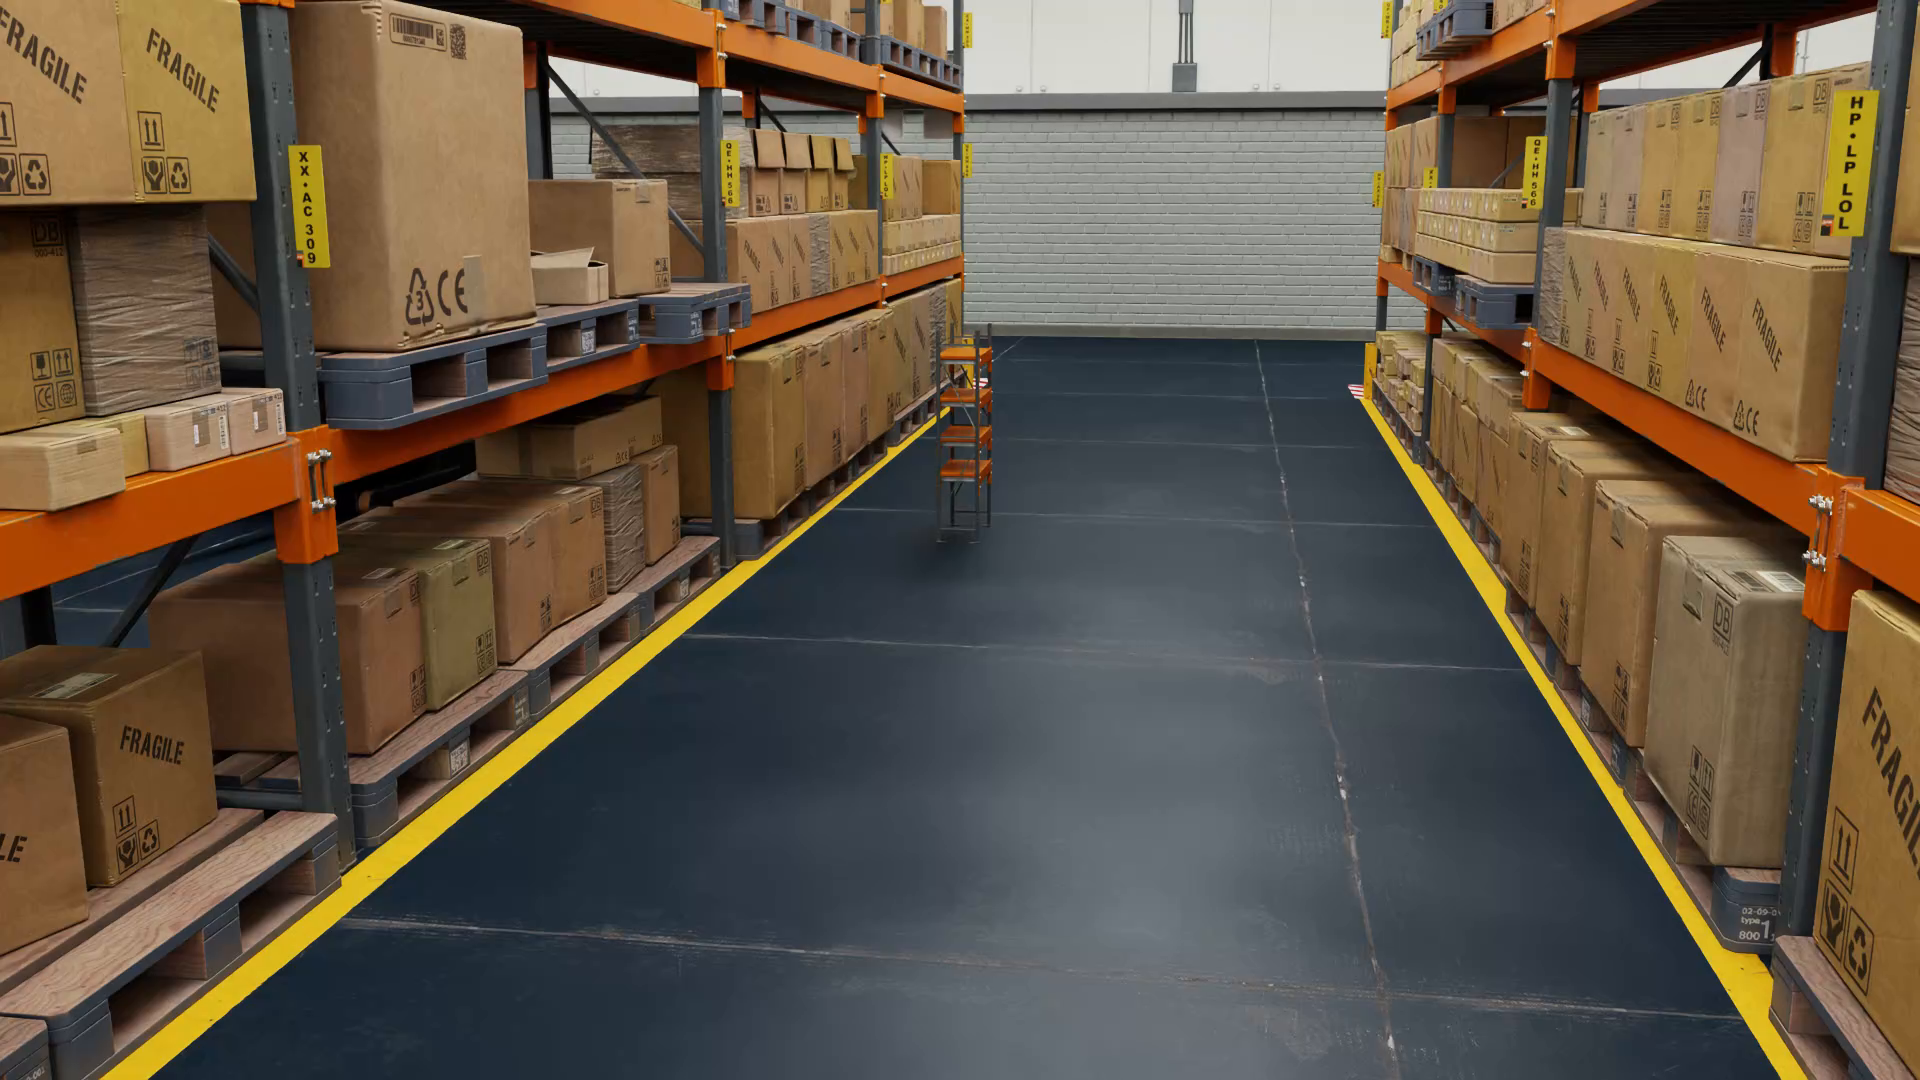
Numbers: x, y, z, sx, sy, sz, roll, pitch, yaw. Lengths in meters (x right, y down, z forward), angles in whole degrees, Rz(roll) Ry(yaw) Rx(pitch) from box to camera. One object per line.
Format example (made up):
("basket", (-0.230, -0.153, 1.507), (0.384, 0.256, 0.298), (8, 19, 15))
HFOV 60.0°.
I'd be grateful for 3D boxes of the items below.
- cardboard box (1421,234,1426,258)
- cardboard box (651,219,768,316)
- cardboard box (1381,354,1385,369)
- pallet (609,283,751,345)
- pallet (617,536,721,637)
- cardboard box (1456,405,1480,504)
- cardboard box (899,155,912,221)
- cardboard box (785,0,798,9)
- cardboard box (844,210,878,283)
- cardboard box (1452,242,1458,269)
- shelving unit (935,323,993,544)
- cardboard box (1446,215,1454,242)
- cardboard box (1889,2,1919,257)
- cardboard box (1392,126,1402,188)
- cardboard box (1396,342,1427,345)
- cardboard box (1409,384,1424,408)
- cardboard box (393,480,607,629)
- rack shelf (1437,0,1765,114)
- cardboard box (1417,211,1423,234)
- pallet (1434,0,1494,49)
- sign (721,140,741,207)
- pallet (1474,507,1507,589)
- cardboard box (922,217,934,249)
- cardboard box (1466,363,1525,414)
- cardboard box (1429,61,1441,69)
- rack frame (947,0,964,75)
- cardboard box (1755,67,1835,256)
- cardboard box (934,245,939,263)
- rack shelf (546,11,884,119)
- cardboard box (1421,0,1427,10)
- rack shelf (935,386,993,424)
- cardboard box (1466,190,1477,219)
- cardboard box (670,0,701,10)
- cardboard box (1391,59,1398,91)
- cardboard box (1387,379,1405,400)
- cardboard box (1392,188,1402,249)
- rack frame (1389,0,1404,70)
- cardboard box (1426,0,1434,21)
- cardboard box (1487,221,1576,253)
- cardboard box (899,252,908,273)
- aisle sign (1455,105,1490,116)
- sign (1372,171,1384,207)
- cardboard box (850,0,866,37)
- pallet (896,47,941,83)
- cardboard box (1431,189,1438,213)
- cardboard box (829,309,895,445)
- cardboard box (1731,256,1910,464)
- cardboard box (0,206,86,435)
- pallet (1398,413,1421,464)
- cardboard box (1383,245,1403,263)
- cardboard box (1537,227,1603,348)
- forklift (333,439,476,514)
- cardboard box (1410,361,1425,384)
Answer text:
("cardboard box", (3.253, -1.940, 10.974), (0.380, 0.149, 0.250), (2, 12, 10))
("cardboard box", (-1.352, -1.473, 8.970), (0.500, 0.500, 0.500), (2, 12, 10))
("cardboard box", (3.988, -1.616, 14.937), (0.380, 0.149, 0.250), (2, 12, 8))
("pallet", (-1.700, -1.086, 7.868), (1.213, 0.211, 1.003), (2, 12, 9))
("pallet", (-1.817, 0.194, 8.091), (1.003, 0.211, 1.213), (2, 12, 9))
("cardboard box", (3.182, -0.497, 9.617), (0.500, 0.500, 0.500), (1, 12, 6))
("cardboard box", (-0.671, -2.797, 13.220), (0.500, 0.500, 0.500), (2, 12, 9))
("cardboard box", (-1.402, -3.480, 10.157), (0.797, 0.503, 0.637), (2, 12, 8))
("cardboard box", (-0.882, -2.107, 11.912), (0.500, 0.500, 0.500), (2, 12, 9))
("cardboard box", (3.014, -1.617, 9.474), (0.380, 0.149, 0.250), (2, 12, 10))
("shelving unit", (0.025, -0.621, 9.527), (0.258, 1.200, 0.503), (2, 12, 9))
("cardboard box", (3.052, -1.818, 9.701), (0.380, 0.149, 0.250), (2, 12, 8))
("cardboard box", (2.484, -0.843, 3.364), (0.875, 0.550, 0.550), (2, 12, 9))
("cardboard box", (3.916, -3.200, 13.907), (0.500, 0.500, 0.500), (2, 12, 7))
("cardboard box", (3.907, -1.598, 14.147), (0.380, 0.149, 0.250), (2, 12, 11))
("cardboard box", (3.569, -1.072, 12.412), (0.380, 0.149, 0.250), (1, 12, 6))
("cardboard box", (-1.932, 0.050, 7.032), (0.700, 0.500, 0.500), (3, 13, 13))
("rack shelf", (3.498, -2.681, 9.400), (1.077, 0.370, 4.000), (2, 12, 9))
("cardboard box", (3.290, -2.143, 11.212), (0.380, 0.149, 0.250), (2, 12, 10))
("pallet", (3.449, -3.016, 9.693), (1.213, 0.211, 1.003), (2, 12, 9))
("sign", (-1.158, -1.843, 8.366), (0.100, 0.325, 0.005), (2, 12, 9))
("pallet", (3.312, 0.051, 8.757), (1.003, 0.211, 1.213), (2, 12, 9))
("cardboard box", (-0.510, -2.639, 14.270), (0.500, 0.250, 0.500), (2, 12, 9))
("cardboard box", (3.197, -0.861, 9.527), (0.500, 0.250, 0.500), (2, 12, 10))
("cardboard box", (3.614, -3.486, 11.787), (0.500, 0.250, 0.500), (2, 12, 10))
("rack frame", (-0.465, -5.929, 15.647), (1.000, 3.000, 0.127), (2, 12, 9))
("cardboard box", (2.723, -1.065, 4.706), (0.700, 0.500, 0.500), (2, 12, 8))
("cardboard box", (-0.389, -2.523, 14.675), (0.380, 0.149, 0.250), (2, 12, 9))
("rack shelf", (-1.388, -2.862, 10.243), (1.077, 0.370, 4.000), (2, 12, 9))
("cardboard box", (3.757, -4.159, 12.774), (0.380, 0.149, 0.250), (2, 12, 8))
("rack shelf", (0.025, -0.774, 9.494), (0.258, 0.148, 0.480), (2, 12, 9))
("cardboard box", (2.931, -1.802, 8.924), (0.380, 0.149, 0.250), (2, 12, 10))
("cardboard box", (-1.526, -2.618, 7.755), (0.500, 0.250, 0.500), (2, 12, 9))
("cardboard box", (4.099, -4.123, 14.740), (0.500, 0.250, 0.500), (2, 12, 11))
("cardboard box", (3.816, -1.264, 14.009), (0.380, 0.149, 0.250), (1, 12, 6))
("cardboard box", (3.933, -2.711, 14.010), (0.500, 0.500, 0.500), (2, 12, 9))
("rack frame", (4.420, -5.748, 14.804), (1.000, 3.000, 0.127), (2, 12, 9))
("cardboard box", (3.716, -3.832, 12.204), (0.500, 0.250, 0.500), (1, 12, 6))
("cardboard box", (2.816, -1.495, 8.205), (0.380, 0.149, 0.250), (2, 12, 10))
("cardboard box", (-0.626, -2.202, 13.186), (0.380, 0.149, 0.250), (2, 12, 11))
("aisle sign", (4.728, -4.091, 15.187), (0.394, 0.787, 0.004), (2, 12, 9))
("sign", (3.884, -3.256, 15.426), (0.100, 0.325, 0.005), (2, 12, 9))
("cardboard box", (-1.019, -4.098, 12.799), (0.700, 0.500, 0.500), (1, 12, 5))
("pallet", (-0.754, -4.010, 14.072), (1.003, 0.211, 1.213), (2, 12, 9))
("cardboard box", (3.170, -2.125, 10.422), (0.380, 0.149, 0.250), (2, 12, 8))
("cardboard box", (-1.159, -1.197, 11.974), (1.225, 0.875, 0.875), (2, 12, 9))
("cardboard box", (2.391, -0.483, 4.378), (0.500, 0.500, 0.500), (2, 12, 8))
("cardboard box", (-2.553, -0.499, 3.743), (0.875, 0.500, 0.500), (2, 12, 9))
("pallet", (3.874, -0.760, 12.520), (1.003, 0.211, 1.213), (2, 12, 9))
("cardboard box", (3.954, -2.527, 14.695), (0.380, 0.149, 0.250), (2, 12, 7))
("cardboard box", (2.854, -1.114, 7.305), (0.500, 0.500, 0.500), (2, 12, 9))
("forklift", (-3.997, -1.664, 10.260), (1.130, 2.935, 3.031), (3, 13, 15))
("cardboard box", (3.634, -1.274, 12.643), (0.380, 0.149, 0.250), (2, 12, 8))
